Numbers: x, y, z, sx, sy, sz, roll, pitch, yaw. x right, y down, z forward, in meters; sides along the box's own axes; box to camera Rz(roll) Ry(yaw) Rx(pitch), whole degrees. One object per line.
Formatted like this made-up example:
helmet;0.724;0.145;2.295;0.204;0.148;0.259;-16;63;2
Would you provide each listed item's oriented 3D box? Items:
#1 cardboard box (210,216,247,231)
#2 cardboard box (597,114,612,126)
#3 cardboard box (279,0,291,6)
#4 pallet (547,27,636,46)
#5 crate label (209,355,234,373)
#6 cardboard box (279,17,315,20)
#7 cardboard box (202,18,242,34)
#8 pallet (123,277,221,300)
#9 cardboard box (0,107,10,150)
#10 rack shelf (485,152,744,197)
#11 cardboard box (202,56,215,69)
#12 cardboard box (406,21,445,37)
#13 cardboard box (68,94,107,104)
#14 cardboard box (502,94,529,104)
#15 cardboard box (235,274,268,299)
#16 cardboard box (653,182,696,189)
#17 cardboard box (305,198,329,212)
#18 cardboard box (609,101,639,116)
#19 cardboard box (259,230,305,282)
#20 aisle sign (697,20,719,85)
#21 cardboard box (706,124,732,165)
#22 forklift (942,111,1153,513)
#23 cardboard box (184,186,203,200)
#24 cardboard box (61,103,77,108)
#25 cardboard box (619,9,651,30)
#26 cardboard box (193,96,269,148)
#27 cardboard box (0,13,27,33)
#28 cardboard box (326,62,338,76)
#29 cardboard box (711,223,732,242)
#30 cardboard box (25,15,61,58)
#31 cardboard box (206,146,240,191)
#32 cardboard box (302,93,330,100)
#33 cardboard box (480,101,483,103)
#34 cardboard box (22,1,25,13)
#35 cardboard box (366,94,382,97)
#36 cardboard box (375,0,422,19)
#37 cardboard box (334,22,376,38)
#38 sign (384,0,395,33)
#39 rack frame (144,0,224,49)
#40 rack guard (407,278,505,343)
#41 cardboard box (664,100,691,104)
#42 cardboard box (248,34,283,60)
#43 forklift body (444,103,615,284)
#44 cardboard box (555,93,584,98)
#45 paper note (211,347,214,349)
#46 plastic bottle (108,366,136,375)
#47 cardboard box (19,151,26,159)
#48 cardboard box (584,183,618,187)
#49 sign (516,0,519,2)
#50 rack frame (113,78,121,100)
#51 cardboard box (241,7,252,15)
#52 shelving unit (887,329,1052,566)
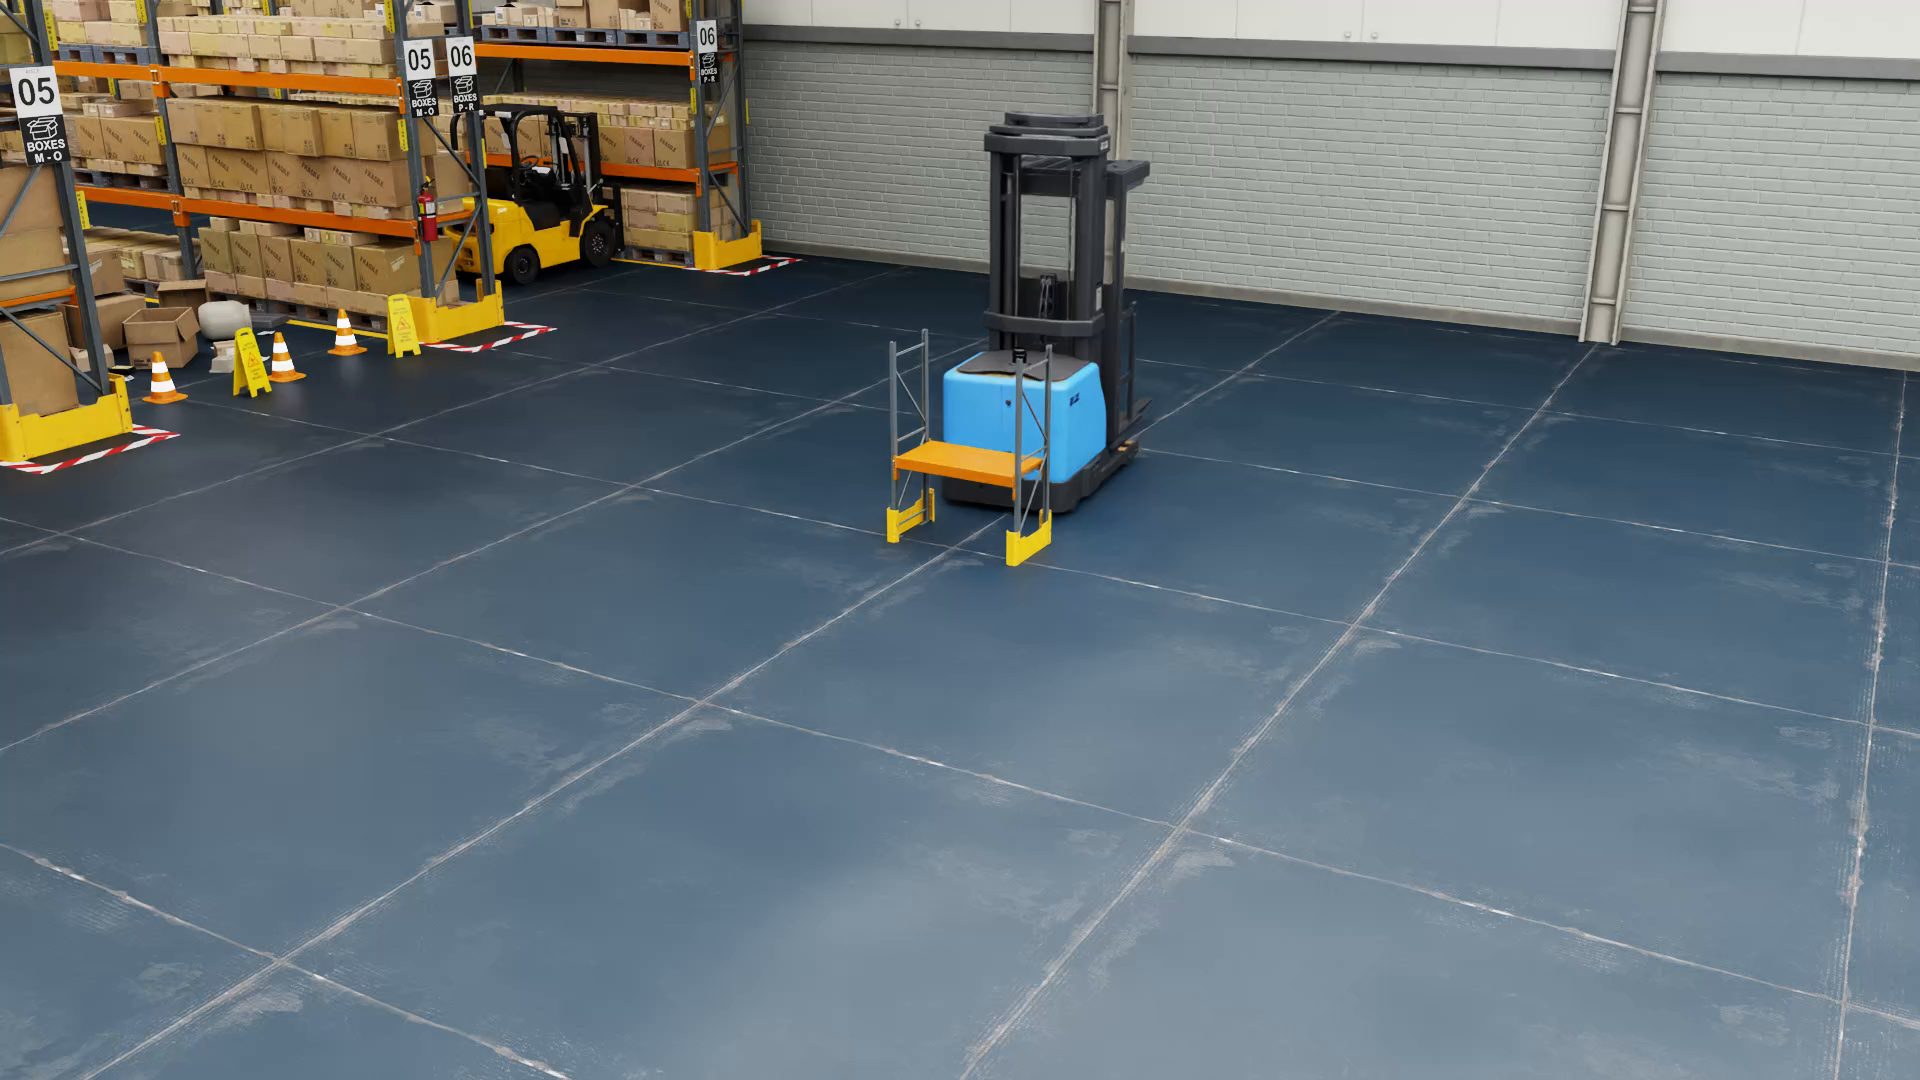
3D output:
cardboard box;-8.649;-3.771;19.727;0.250;0.149;0.380;11;23;28
cardboard box;-4.774;-5.771;22.778;0.250;0.149;0.380;11;23;28
cardboard box;-10.373;-8.380;25.868;0.250;0.149;0.380;10;22;25
pallet;-4.876;-6.935;22.816;1.213;0.211;1.003;11;23;27
crate label;-7.585;-1.828;17.203;0.298;0.136;0.250;0;20;-1
cardboard box;-7.563;-5.909;19.057;0.250;0.149;0.380;11;23;28
cardboard box;-8.312;-5.810;18.784;0.250;0.149;0.380;11;22;27
pallet;-9.792;-3.244;20.998;1.213;0.211;1.003;11;23;27
cardboard box;-12.324;-5.332;21.465;0.500;0.500;0.500;10;22;26
rack shelf;-4.948;-5.233;23.448;4.000;0.370;1.077;11;23;27
cardboard box;-8.488;-5.524;19.165;0.250;0.149;0.380;11;23;27
cardboard box;-5.831;-5.547;18.059;0.250;0.149;0.380;11;22;27
cardboard box;-14.687;-7.395;28.136;0.500;0.250;0.500;11;23;27
cardboard box;-6.280;-6.243;23.643;0.250;0.149;0.380;11;23;28
cardboard box;-8.257;-3.067;19.837;0.500;0.250;0.500;12;23;30
cardboard box;-3.968;-4.832;23.237;0.500;0.250;0.500;11;23;27
cardboard box;-7.201;-3.833;18.901;0.250;0.149;0.380;11;22;27
cardboard box;-4.553;-5.869;22.610;0.250;0.149;0.380;11;23;29
cardboard box;-7.804;-3.332;19.470;0.500;0.500;0.500;12;23;30
aisle sign;-3.288;-6.363;21.694;0.004;0.787;0.394;11;23;27
cardboard box;-3.499;-5.451;22.847;0.500;0.500;0.500;12;23;29
forklift;0.886;-2.051;13.721;1.130;2.935;3.031;8;21;21
cardboard box;-8.993;-4.160;19.802;0.250;0.149;0.380;11;23;27
cardboard box;-11.615;-5.400;21.653;0.500;0.500;0.500;10;22;26
cardboard box;-4.295;-6.920;22.078;0.258;0.266;0.396;11;23;27
cardboard box;-8.398;-4.853;19.297;0.500;0.500;0.700;11;23;28
cardboard box;-8.082;-4.332;13.946;0.250;0.149;0.380;11;23;28
cardboard box;-6.705;-5.177;18.206;0.250;0.149;0.380;11;23;28
cardboard box;-3.536;-4.284;23.192;0.500;0.250;0.500;11;23;28
cardboard box;-11.258;-6.304;20.796;0.637;0.503;0.797;11;23;27
cardboard box;-8.414;-4.380;19.458;0.500;0.500;0.500;11;23;27
cardboard box;-9.818;-6.737;25.440;0.250;0.149;0.380;11;23;28
cardboard box;-6.897;-6.378;24.452;0.250;0.149;0.380;10;22;26
cardboard box;-15.559;-8.978;28.101;0.500;0.250;0.500;10;22;26
cardboard box;-8.886;-6.769;25.530;0.250;0.149;0.380;11;22;27
cardboard box;-8.115;-7.692;24.141;0.500;0.311;0.500;10;22;25
cardboard box;-6.497;-5.487;17.893;0.250;0.149;0.380;11;22;27
sign;-5.908;-5.425;17.225;0.005;0.325;0.100;11;23;27
rack frame;-9.112;-7.246;19.144;0.127;3.000;1.000;11;23;27
rack guard;-5.686;-2.598;18.794;0.348;0.500;1.175;11;23;27
cardboard box;-3.841;-5.943;22.817;0.250;0.149;0.380;11;23;28
cardboard box;-7.534;-5.497;18.505;0.500;0.250;0.500;11;23;28
forklift body;-5.748;-4.612;21.926;1.214;2.155;2.313;11;23;27
cardboard box;-5.583;-6.316;23.843;0.250;0.149;0.380;10;22;26
paper note;-8.084;-2.110;18.154;0.148;0.019;0.142;-16;26;-38
plastic bottle;-8.639;-1.748;17.094;0.283;0.061;0.133;3;20;9
cardboard box;-11.734;-4.893;21.207;0.250;0.149;0.380;11;23;28
cardboard box;-5.089;-4.848;23.282;0.500;0.250;0.500;10;22;26
sign;-6.425;-7.760;24.086;0.005;0.325;0.100;11;23;27
rack frame;-13.679;-7.235;27.910;0.127;3.000;1.000;11;23;27
cardboard box;-10.830;-8.133;25.622;0.250;0.149;0.380;10;22;26
shelving unit;0.067;-0.692;12.074;1.083;1.500;0.587;11;23;27
